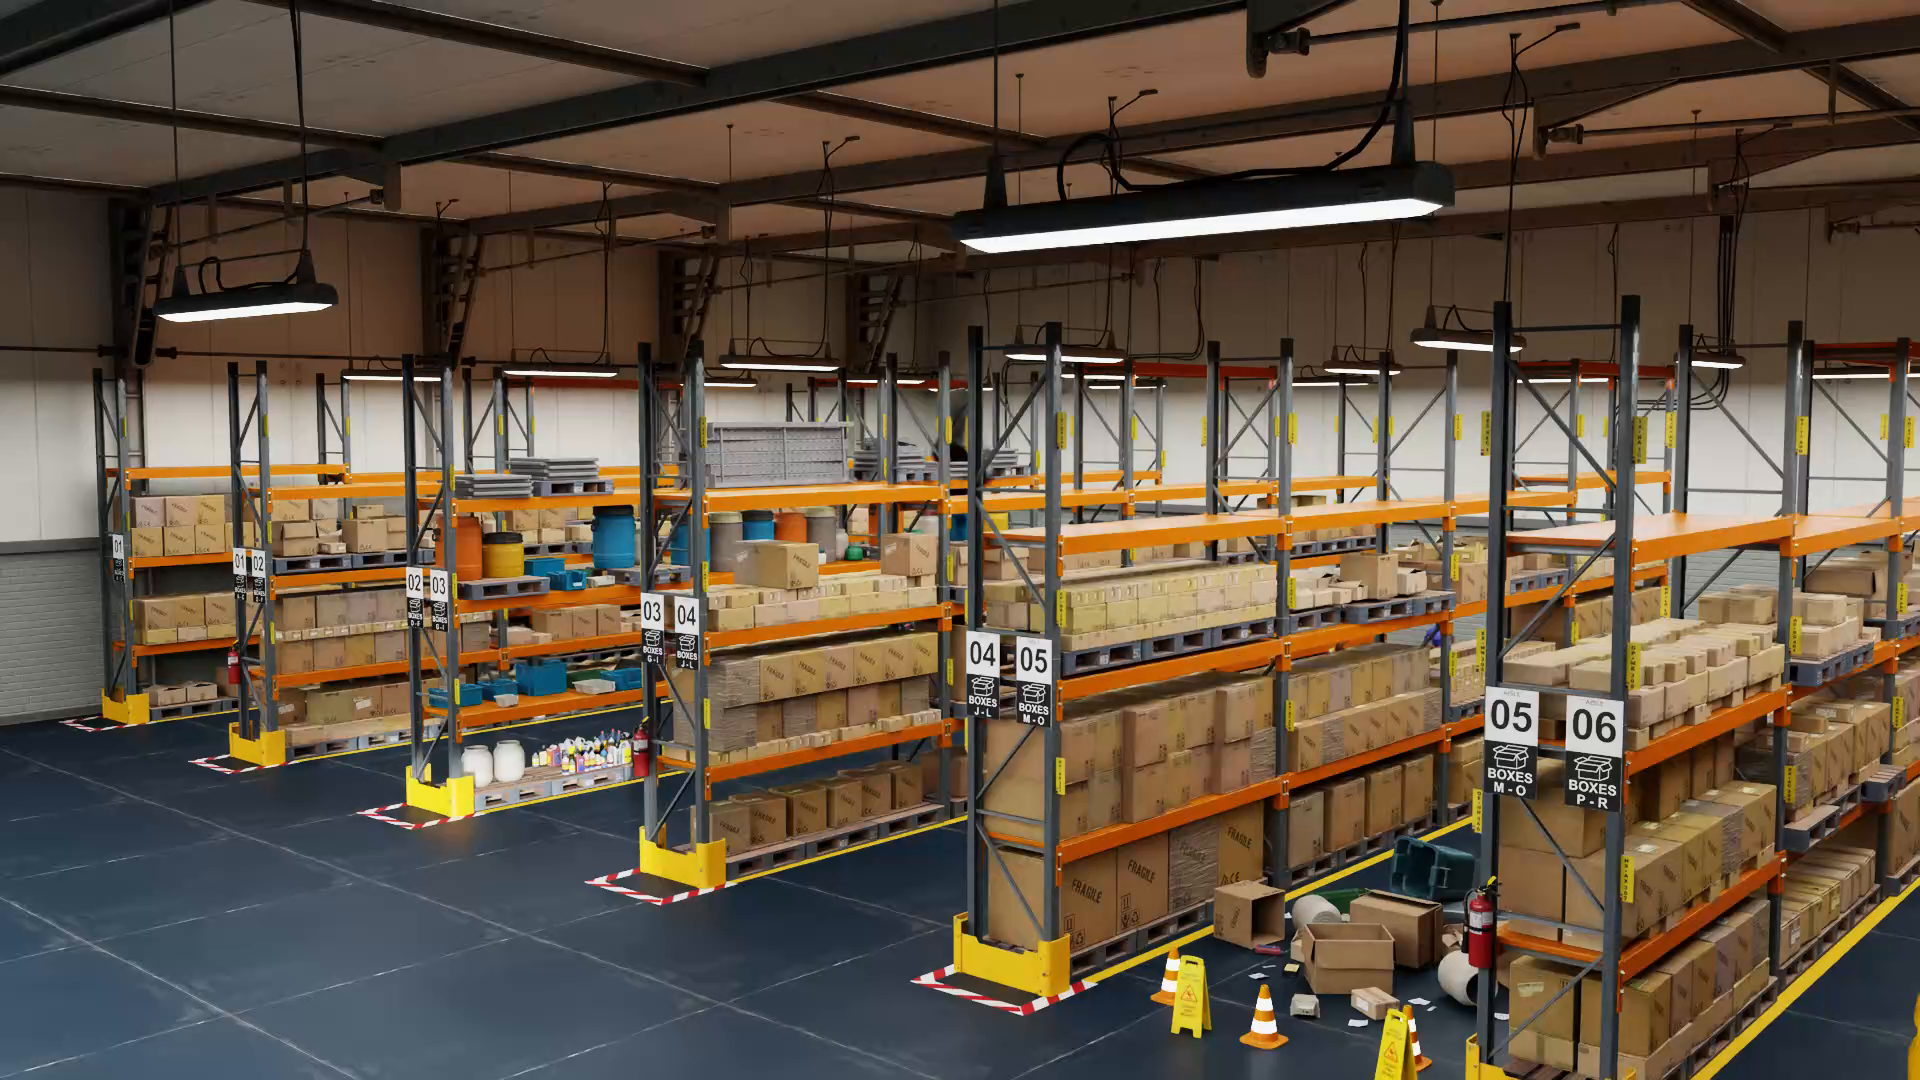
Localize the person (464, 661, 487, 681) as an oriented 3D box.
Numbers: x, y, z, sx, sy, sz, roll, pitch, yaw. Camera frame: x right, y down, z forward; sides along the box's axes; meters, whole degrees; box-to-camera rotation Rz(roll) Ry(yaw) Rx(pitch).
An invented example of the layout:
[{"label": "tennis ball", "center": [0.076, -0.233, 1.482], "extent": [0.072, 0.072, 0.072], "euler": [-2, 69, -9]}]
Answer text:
[{"label": "person", "center": [-8.851, 2.131, 30.329], "extent": [0.615, 1.649, 0.643], "euler": [3, 5, 33]}]

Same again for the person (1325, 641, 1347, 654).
[{"label": "person", "center": [6.147, 2.343, 26.874], "extent": [0.716, 1.733, 0.583], "euler": [3, 5, 34]}]

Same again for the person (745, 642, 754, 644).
[{"label": "person", "center": [-3.784, 2.250, 29.170], "extent": [0.709, 1.533, 0.751], "euler": [2, 5, 25]}]

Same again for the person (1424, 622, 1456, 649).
[{"label": "person", "center": [8.659, 2.176, 30.042], "extent": [0.628, 1.724, 0.717], "euler": [0, 4, -3]}]

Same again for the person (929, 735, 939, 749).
[{"label": "person", "center": [-0.321, 2.536, 24.025], "extent": [0.642, 1.787, 0.762], "euler": [3, 5, 36]}]
